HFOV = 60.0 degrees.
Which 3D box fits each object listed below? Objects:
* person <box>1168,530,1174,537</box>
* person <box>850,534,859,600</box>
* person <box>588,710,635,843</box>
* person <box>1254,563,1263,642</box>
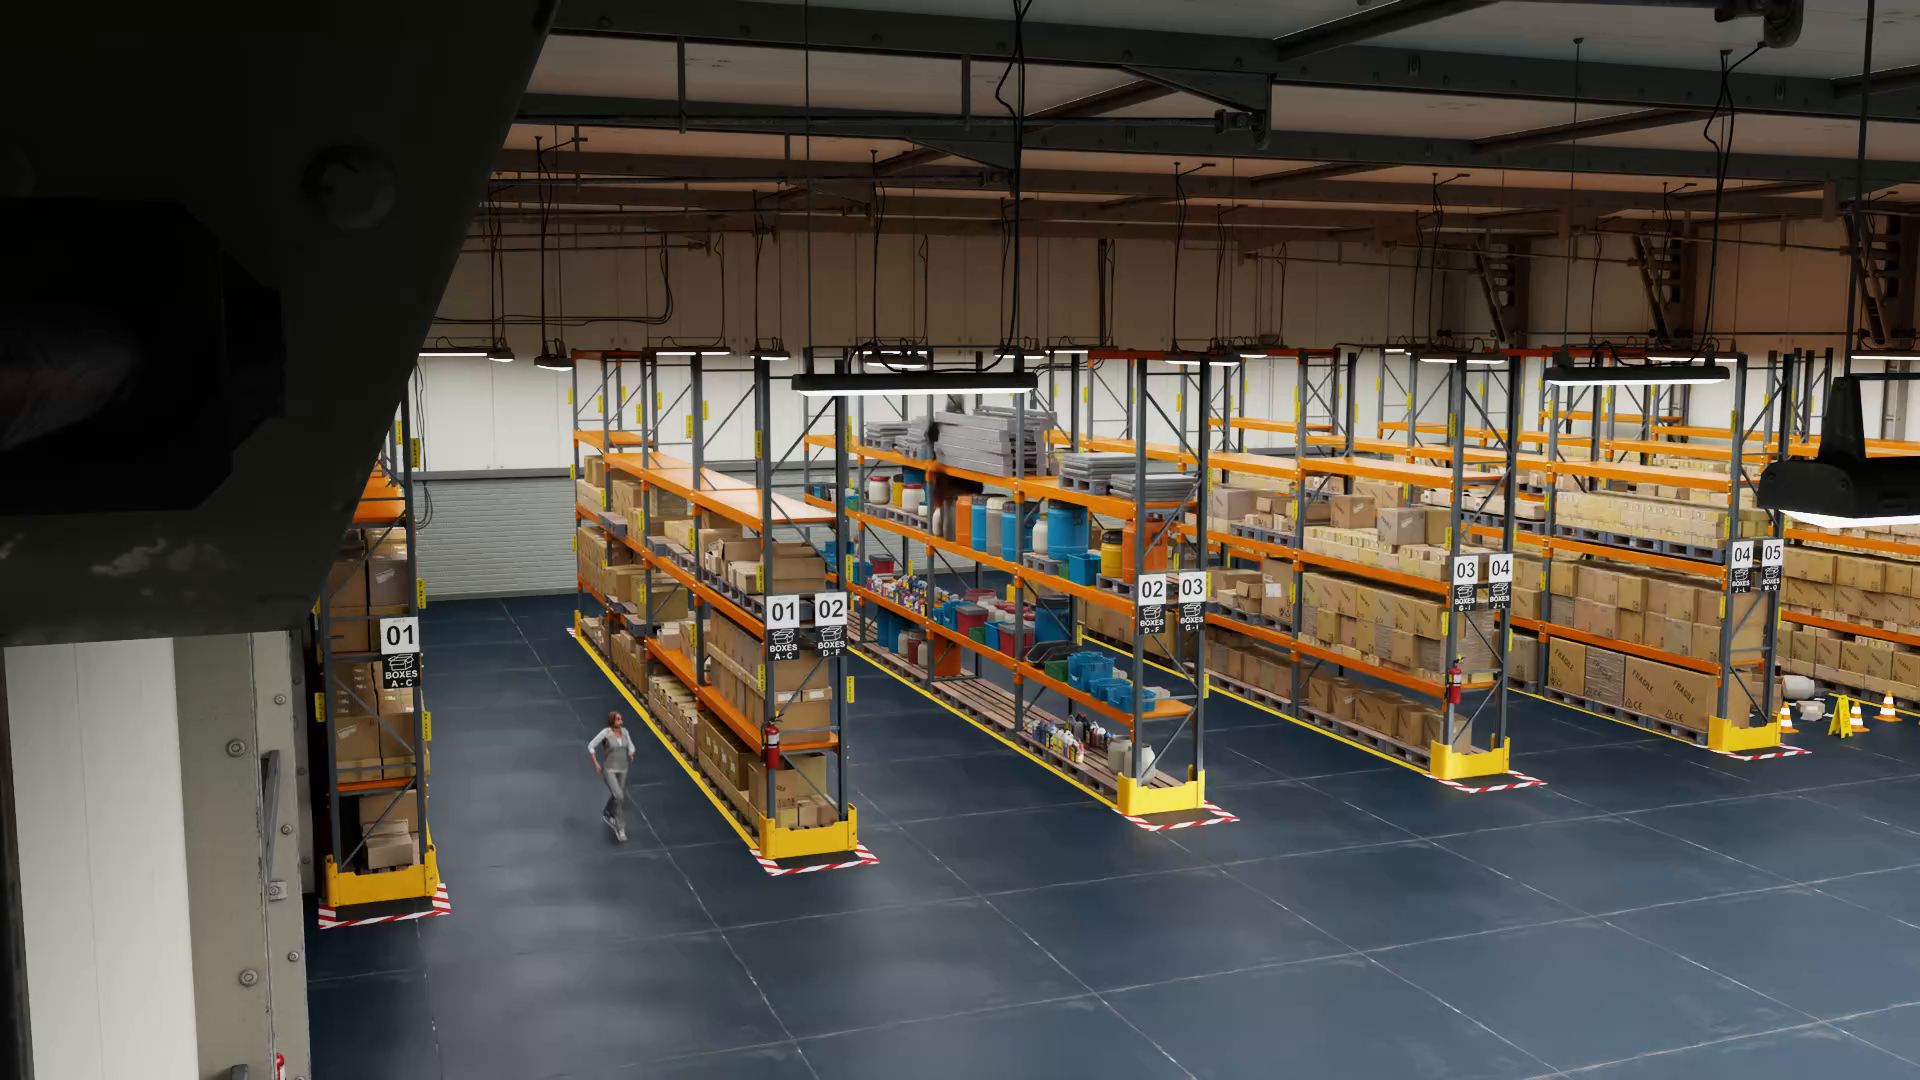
[{"bbox_3d":[4.952,0.515,40.342,0.640,1.620,0.504,5,9,33],"label":"person"},{"bbox_3d":[-2.423,0.644,39.588,0.477,1.567,0.572,-2,7,-15],"label":"person"},{"bbox_3d":[-4.361,2.946,20.973,0.547,1.639,0.705,-7,10,-45],"label":"person"},{"bbox_3d":[6.084,1.266,33.780,0.644,1.700,0.873,-4,8,-27],"label":"person"}]
